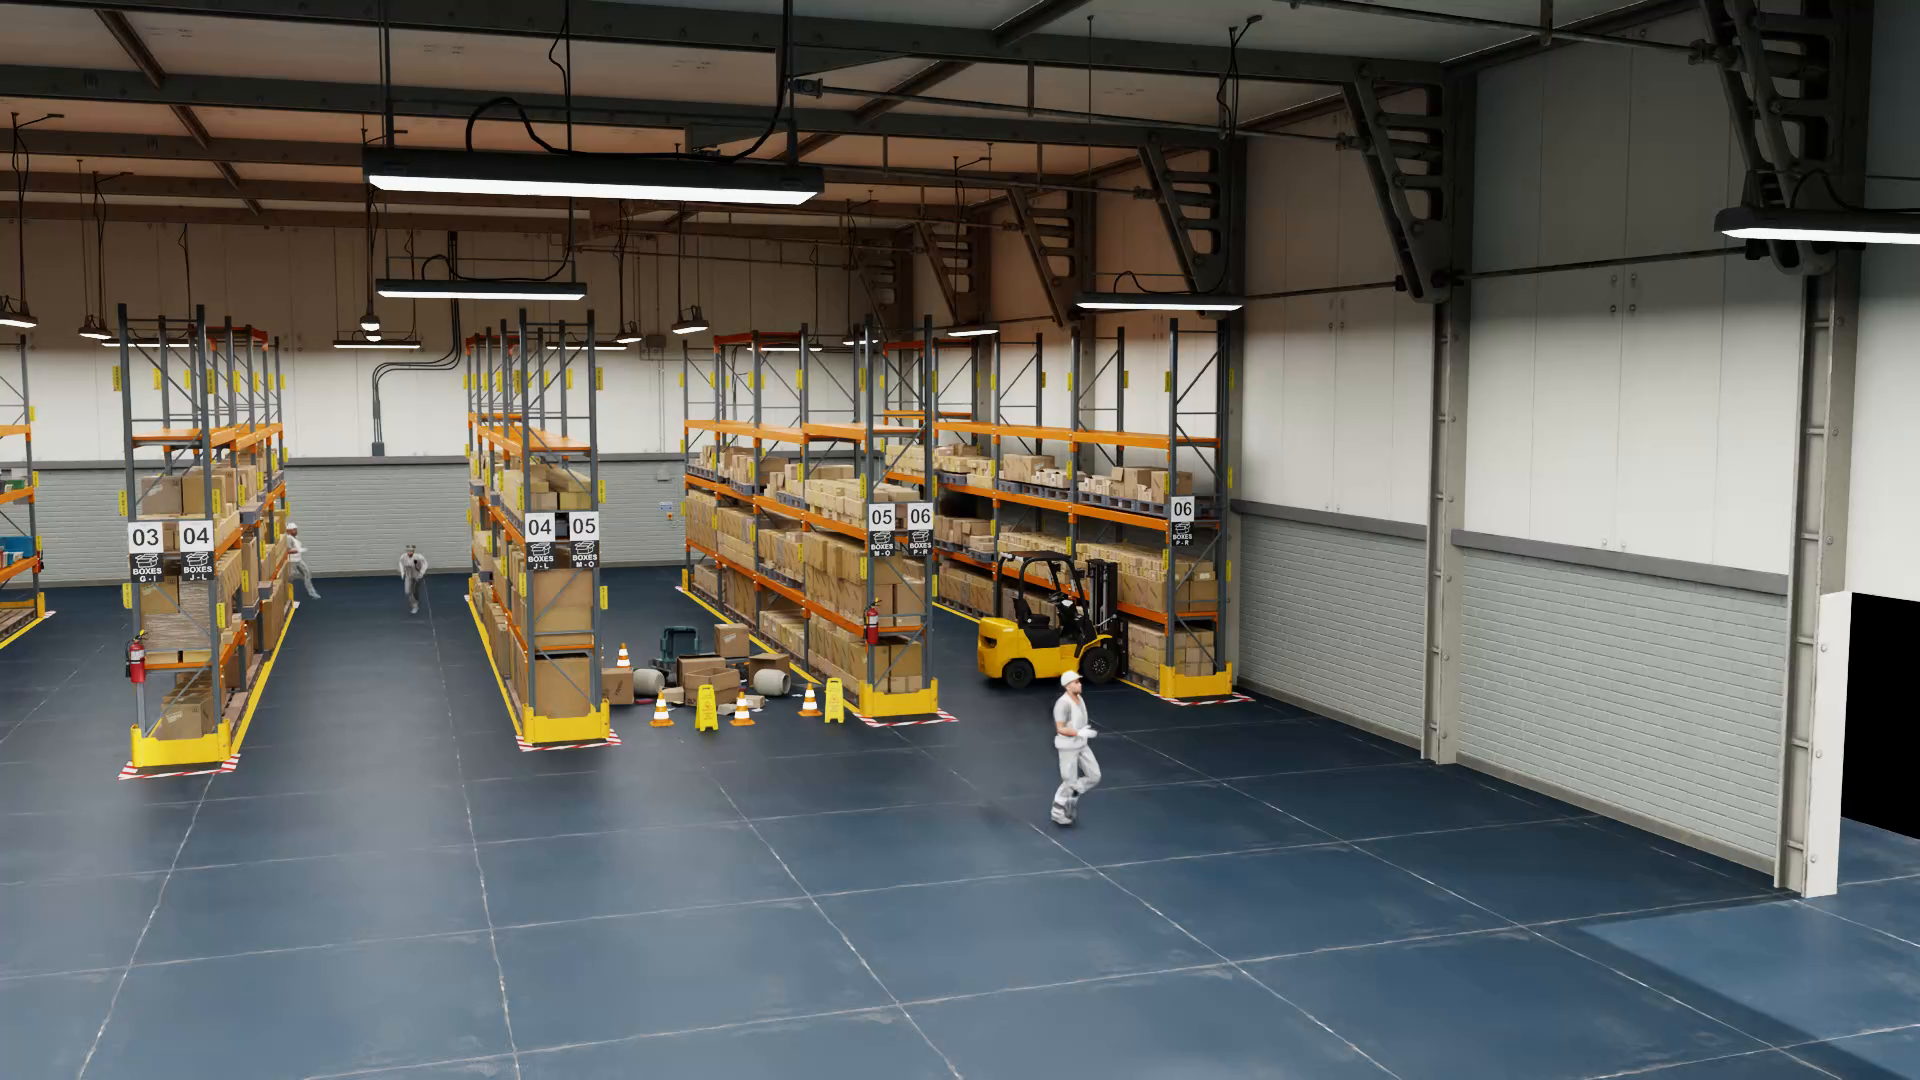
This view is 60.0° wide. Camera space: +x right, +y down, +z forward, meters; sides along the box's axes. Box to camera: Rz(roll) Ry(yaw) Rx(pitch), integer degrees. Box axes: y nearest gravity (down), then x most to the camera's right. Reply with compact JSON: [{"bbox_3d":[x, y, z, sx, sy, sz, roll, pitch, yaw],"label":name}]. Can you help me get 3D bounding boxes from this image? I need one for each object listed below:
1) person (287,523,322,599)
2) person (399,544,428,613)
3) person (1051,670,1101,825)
[{"bbox_3d":[-15.221,0.495,38.051,0.978,1.781,0.680,0,5,-4],"label":"person"},{"bbox_3d":[-11.918,0.830,36.342,0.621,1.552,0.931,-1,5,-5],"label":"person"},{"bbox_3d":[1.309,2.341,18.700,0.622,1.757,0.685,4,7,34],"label":"person"}]
